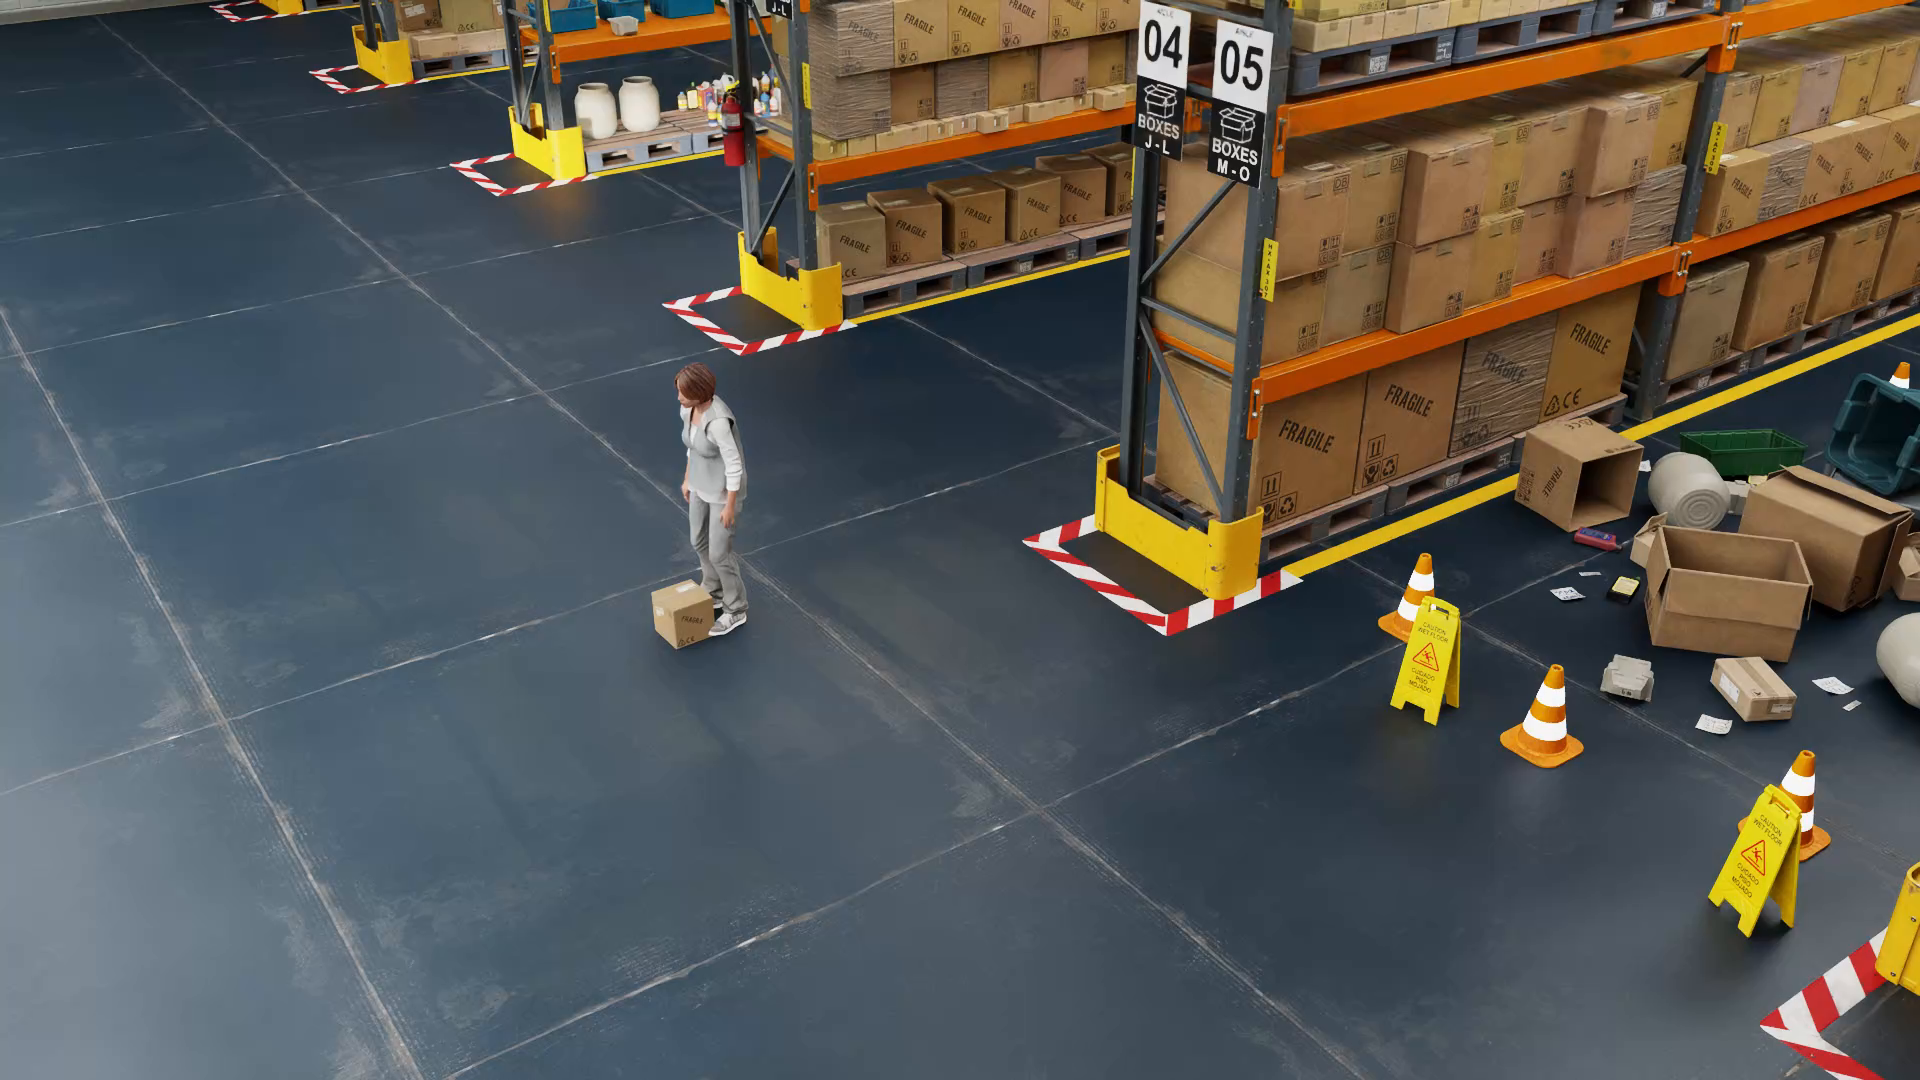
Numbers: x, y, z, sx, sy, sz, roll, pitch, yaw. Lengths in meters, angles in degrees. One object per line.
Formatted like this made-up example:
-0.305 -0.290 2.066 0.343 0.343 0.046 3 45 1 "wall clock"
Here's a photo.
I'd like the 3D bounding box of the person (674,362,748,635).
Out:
-1.352 -0.243 9.075 0.342 1.593 0.485 -21 35 -33 "person"
